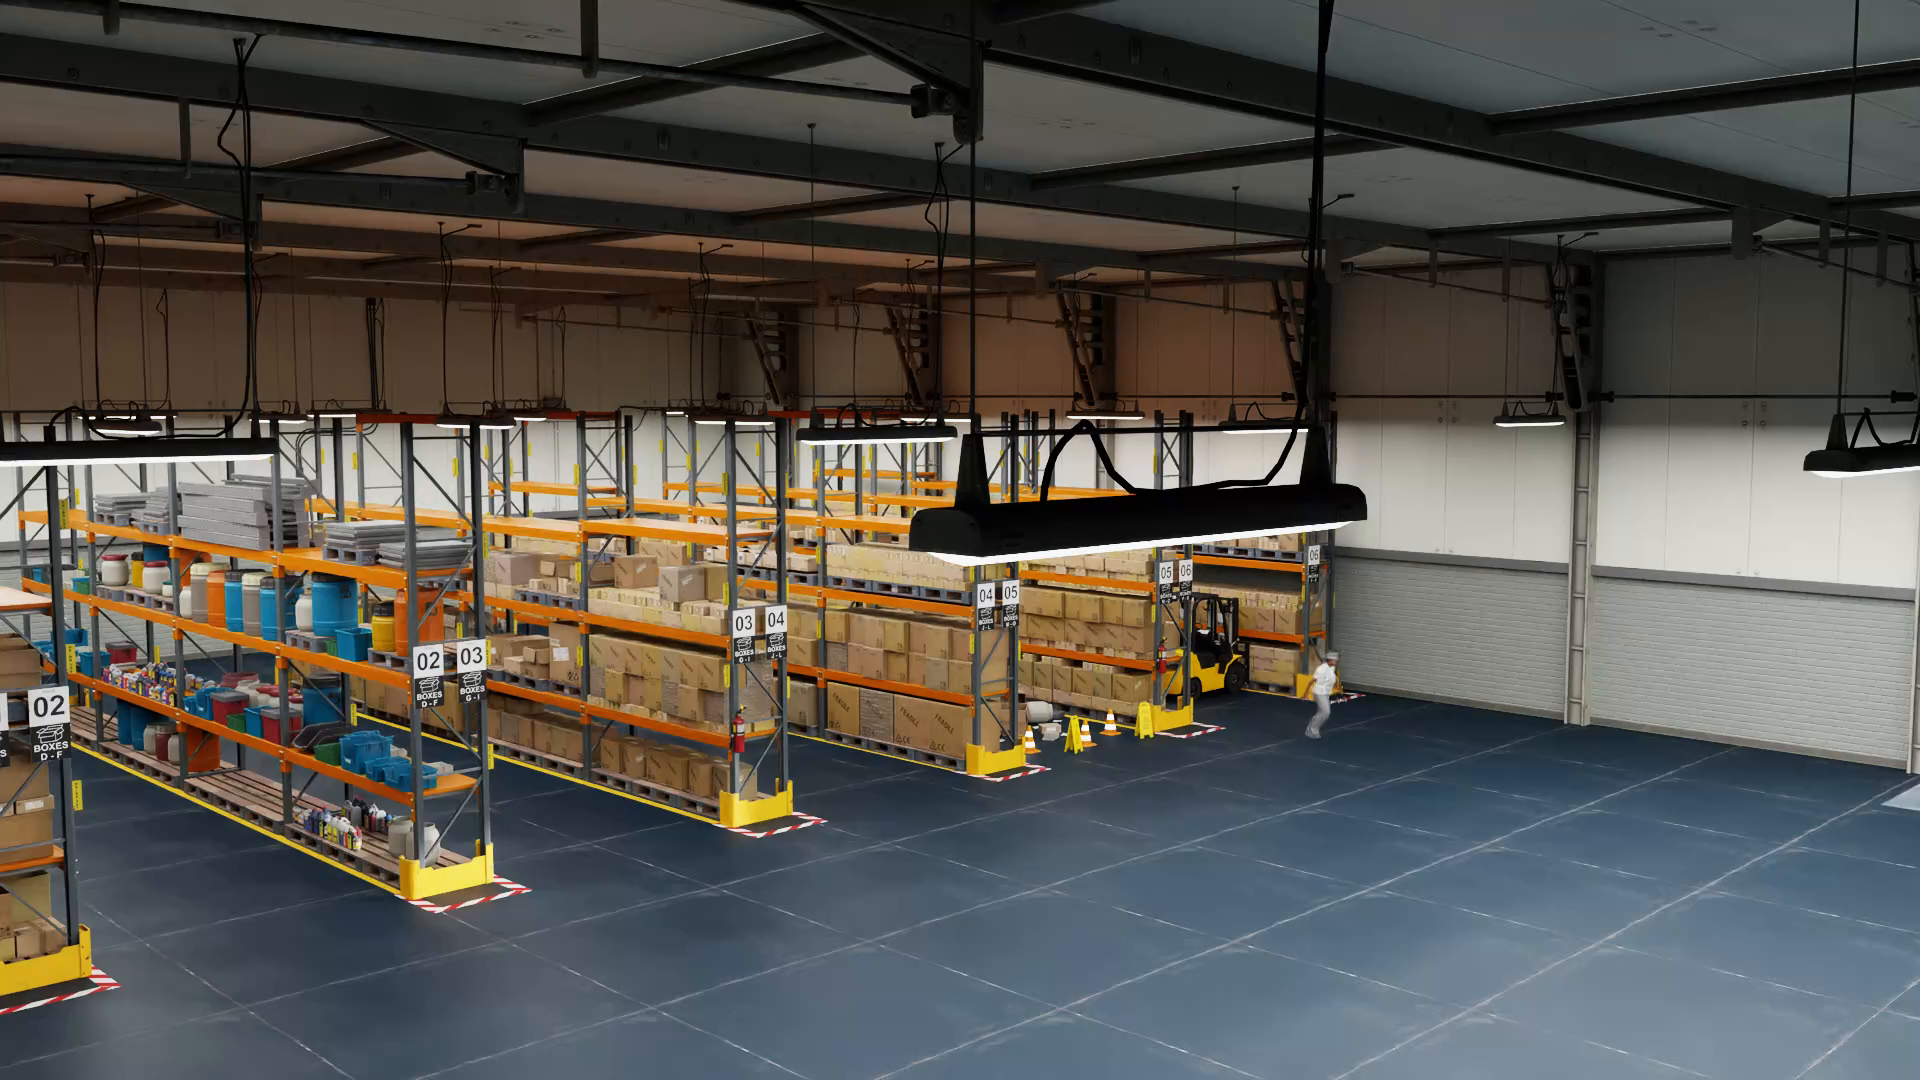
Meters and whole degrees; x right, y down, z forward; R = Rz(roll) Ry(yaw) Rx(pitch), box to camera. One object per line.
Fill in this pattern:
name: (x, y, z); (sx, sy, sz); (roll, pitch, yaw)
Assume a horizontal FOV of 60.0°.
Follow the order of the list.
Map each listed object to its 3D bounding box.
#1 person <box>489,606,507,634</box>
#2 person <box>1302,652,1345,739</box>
person: (-11.130, 1.944, 40.508); (0.716, 1.737, 0.582); (2, 5, 17)
person: (6.711, 2.867, 30.662); (0.685, 1.615, 0.561); (4, 7, 42)
